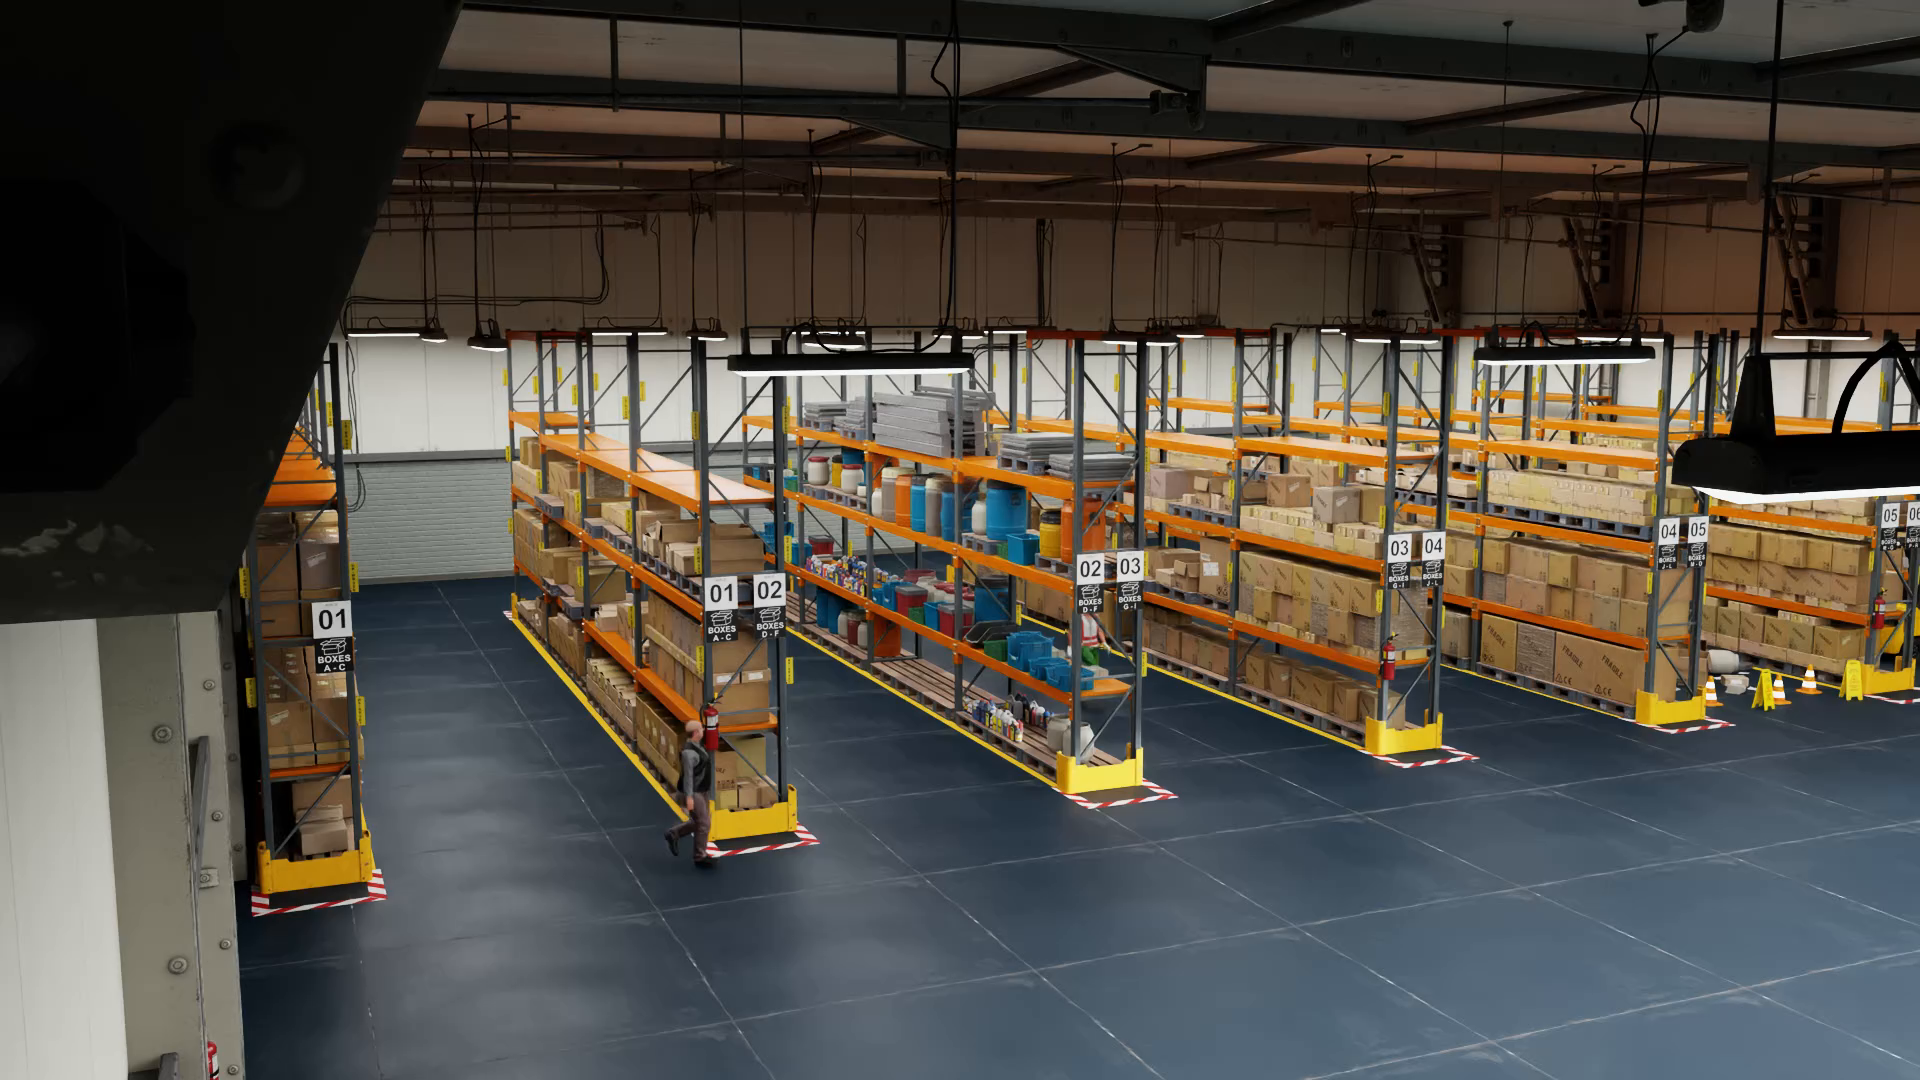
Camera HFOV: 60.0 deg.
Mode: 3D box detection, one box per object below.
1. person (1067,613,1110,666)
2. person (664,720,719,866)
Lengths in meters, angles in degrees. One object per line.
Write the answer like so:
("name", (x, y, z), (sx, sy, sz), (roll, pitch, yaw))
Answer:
("person", (2.092, 1.649, 26.773), (0.554, 1.565, 1.043), (-4, 9, -28))
("person", (-3.104, 2.893, 19.140), (0.719, 1.695, 0.551), (1, 8, 10))
